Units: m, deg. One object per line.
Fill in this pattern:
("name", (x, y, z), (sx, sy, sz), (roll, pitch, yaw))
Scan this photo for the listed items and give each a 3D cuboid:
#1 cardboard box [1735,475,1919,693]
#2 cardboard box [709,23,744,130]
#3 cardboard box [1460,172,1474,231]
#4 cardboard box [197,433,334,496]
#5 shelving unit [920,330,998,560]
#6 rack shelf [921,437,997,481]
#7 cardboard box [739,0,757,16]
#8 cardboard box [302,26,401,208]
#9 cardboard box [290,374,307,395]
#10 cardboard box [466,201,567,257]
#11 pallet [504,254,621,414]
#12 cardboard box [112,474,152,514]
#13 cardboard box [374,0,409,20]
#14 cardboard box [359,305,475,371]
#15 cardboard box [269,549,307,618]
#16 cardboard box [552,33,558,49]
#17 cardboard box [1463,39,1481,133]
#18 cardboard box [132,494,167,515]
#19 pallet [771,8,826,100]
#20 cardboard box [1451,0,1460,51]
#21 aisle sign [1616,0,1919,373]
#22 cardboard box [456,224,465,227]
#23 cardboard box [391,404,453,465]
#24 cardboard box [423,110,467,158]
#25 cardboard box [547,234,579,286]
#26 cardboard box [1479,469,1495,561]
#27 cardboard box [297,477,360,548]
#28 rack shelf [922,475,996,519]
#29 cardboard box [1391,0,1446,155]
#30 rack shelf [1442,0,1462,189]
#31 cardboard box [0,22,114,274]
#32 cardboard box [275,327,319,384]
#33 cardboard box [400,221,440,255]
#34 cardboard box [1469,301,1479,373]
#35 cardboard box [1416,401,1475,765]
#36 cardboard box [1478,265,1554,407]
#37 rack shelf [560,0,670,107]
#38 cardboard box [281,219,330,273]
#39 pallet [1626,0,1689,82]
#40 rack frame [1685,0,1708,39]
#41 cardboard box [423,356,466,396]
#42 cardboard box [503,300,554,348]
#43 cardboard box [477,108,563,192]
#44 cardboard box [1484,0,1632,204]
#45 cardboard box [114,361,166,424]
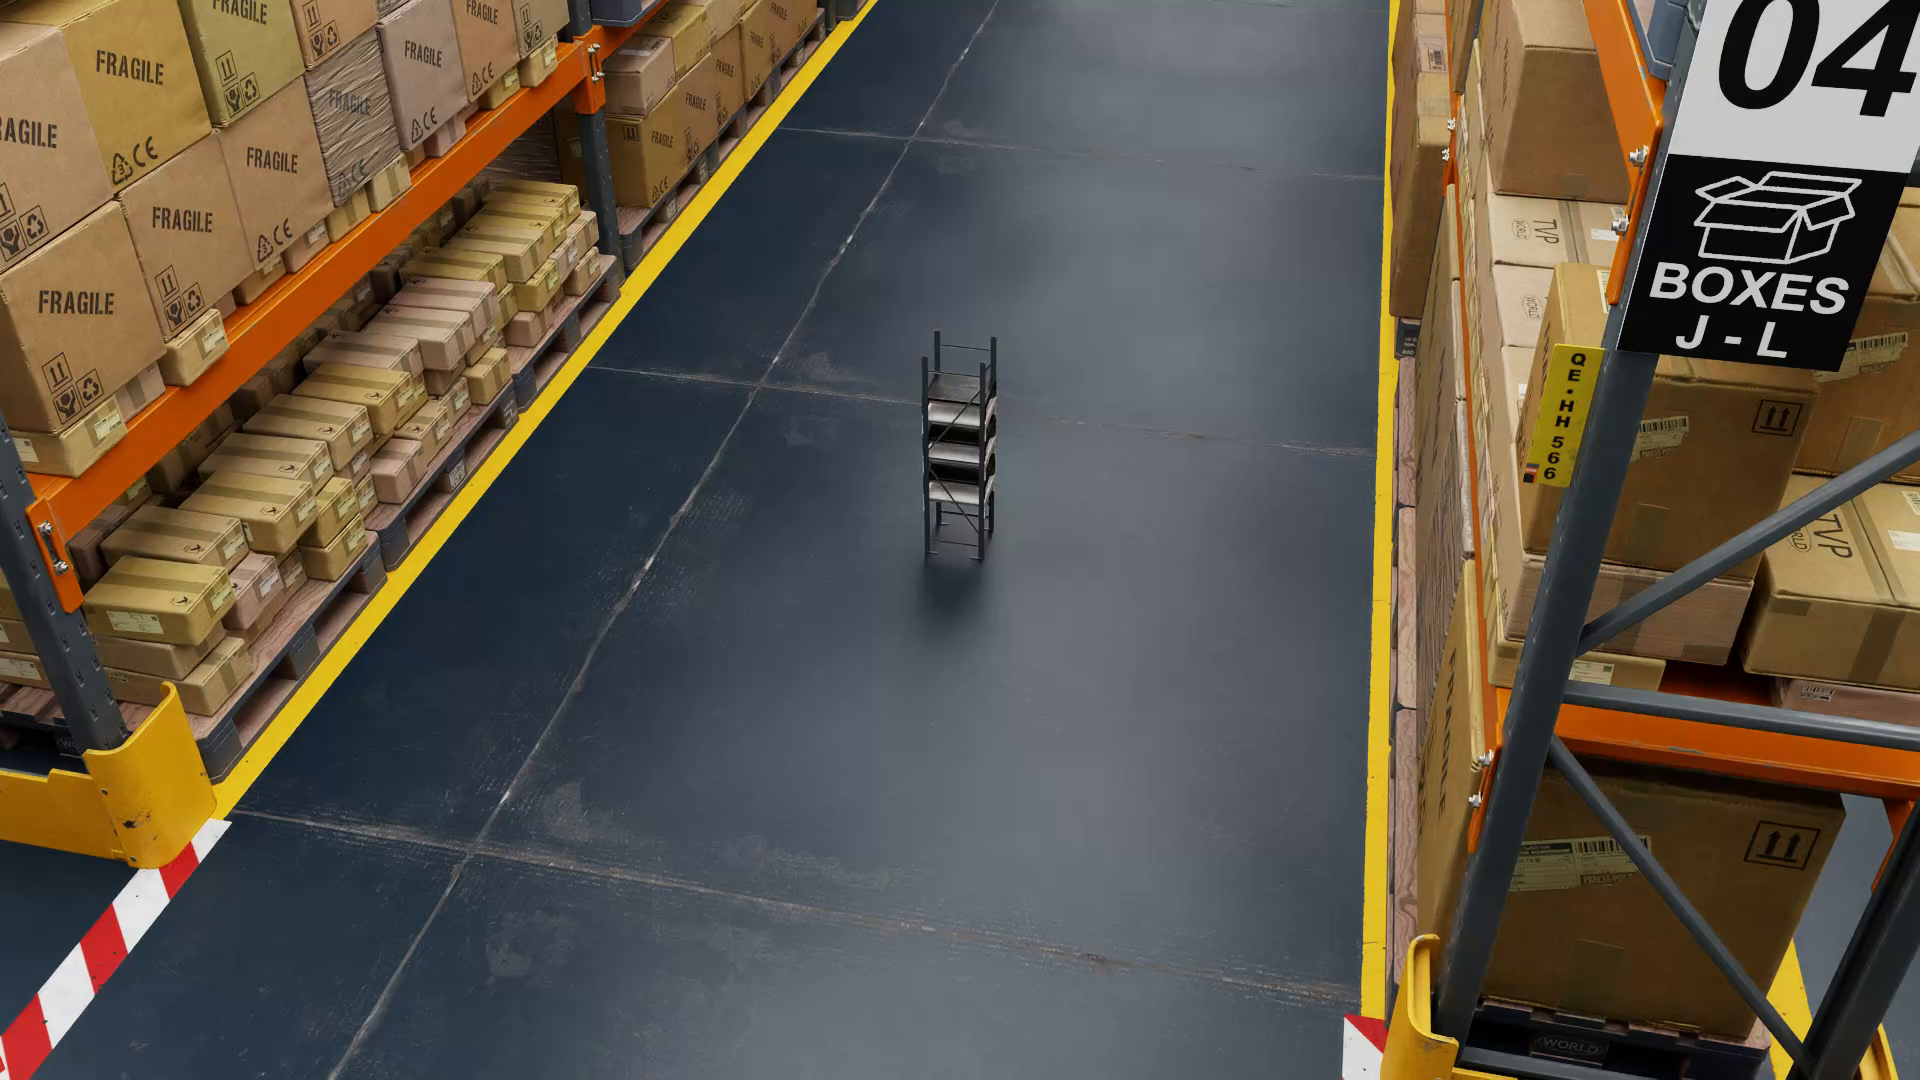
("cardboard box", (2.108, 0.094, 3.939), (0.500, 0.250, 0.500), (6, 36, 9))
("cardboard box", (-1.601, -2.732, 9.736), (0.500, 0.500, 0.500), (8, 37, 11))
("cardboard box", (2.042, -1.216, 6.086), (0.380, 0.149, 0.250), (6, 36, 9))
("cardboard box", (-2.546, -0.253, 6.108), (0.380, 0.149, 0.250), (6, 36, 8))
("shelving unit", (-0.002, -0.360, 6.479), (0.258, 0.900, 0.210), (7, 37, 10))
("rack shelf", (-0.002, -0.333, 6.499), (0.258, 0.077, 0.200), (7, 37, 10))
("cardboard box", (-1.484, -3.328, 9.918), (0.500, 0.250, 0.500), (8, 37, 11))
("cardboard box", (-2.407, -1.551, 5.995), (0.500, 0.500, 0.500), (6, 36, 9))
("cardboard box", (-2.936, -0.662, 6.925), (0.380, 0.149, 0.250), (8, 37, 10))
("cardboard box", (-2.065, -1.447, 7.754), (0.380, 0.149, 0.250), (8, 37, 11))
("pallet", (-2.337, -1.060, 8.032), (1.003, 0.211, 1.213), (7, 37, 10))
("cardboard box", (-3.176, -0.178, 6.004), (0.380, 0.149, 0.250), (7, 36, 9))
("cardboard box", (-2.292, -2.252, 6.110), (0.500, 0.500, 0.500), (8, 37, 11))
("cardboard box", (-2.256, -0.841, 6.919), (0.380, 0.149, 0.250), (6, 36, 8))
("cardboard box", (-2.635, 0.136, 6.078), (0.380, 0.149, 0.250), (8, 37, 10))
("cardboard box", (-2.060, -2.283, 7.558), (0.380, 0.149, 0.250), (7, 37, 9))
("cardboard box", (2.240, -1.722, 6.444), (0.500, 0.250, 0.500), (7, 36, 9))
("cardboard box", (-3.139, -0.058, 6.091), (0.380, 0.149, 0.250), (6, 36, 8))
("pallet", (-1.542, -3.294, 11.116), (1.003, 0.211, 1.213), (7, 37, 10))
("cardboard box", (2.542, -2.524, 7.591), (0.500, 0.500, 0.500), (8, 37, 11))
("aisle sign", (1.433, -0.654, 2.881), (0.394, 0.787, 0.004), (7, 37, 10))
("cardboard box", (-2.618, -1.547, 8.146), (0.380, 0.149, 0.250), (9, 37, 12))
("cardboard box", (-2.340, -0.449, 6.885), (0.380, 0.149, 0.250), (7, 37, 10))
("cardboard box", (-2.232, -1.672, 6.715), (0.380, 0.149, 0.250), (6, 36, 8))
("cardboard box", (-2.030, -1.337, 7.857), (0.380, 0.149, 0.250), (6, 36, 8))
("cardboard box", (1.605, -0.043, 4.467), (0.380, 0.149, 0.250), (7, 37, 10))
("cardboard box", (-2.479, -0.124, 6.183), (0.380, 0.149, 0.250), (8, 37, 11))
("rack shelf", (-0.002, -0.187, 6.605), (0.258, 0.077, 0.200), (7, 37, 10))
("cardboard box", (3.085, -2.598, 9.232), (1.225, 0.875, 0.875), (7, 37, 10))
("rack shelf", (3.023, -2.754, 8.607), (1.077, 0.370, 4.000), (7, 37, 10))
("cardboard box", (-2.727, -1.075, 4.486), (0.500, 0.500, 0.500), (7, 37, 10))
("cardboard box", (-2.862, -0.770, 6.821), (0.380, 0.149, 0.250), (7, 37, 10))
("cardboard box", (-2.626, -1.362, 7.637), (0.380, 0.149, 0.250), (7, 36, 9))
("cardboard box", (1.823, -0.625, 5.271), (0.380, 0.149, 0.250), (8, 37, 11))
("cardboard box", (1.995, 0.186, 5.390), (0.875, 0.875, 0.875), (7, 37, 10))
("cardboard box", (1.803, -0.559, 4.839), (0.500, 0.250, 0.500), (6, 36, 8))
("rack shelf", (-1.800, -3.433, 9.544), (1.077, 0.370, 4.000), (7, 37, 10))
("cardboard box", (-2.485, -1.083, 5.902), (0.380, 0.149, 0.250), (7, 36, 9))
("pallet", (1.890, -1.211, 3.384), (1.003, 0.211, 1.213), (7, 37, 10))
("rack frame", (1.742, -2.034, 1.889), (1.000, 3.000, 0.127), (7, 37, 10))
("cardboard box", (-2.332, -0.750, 7.047), (0.380, 0.149, 0.250), (6, 36, 8))
("cardboard box", (-2.109, -1.028, 7.684), (0.380, 0.149, 0.250), (6, 36, 8))
("cardboard box", (-2.316, -2.192, 8.990), (0.500, 0.500, 0.500), (7, 36, 9))
("cardboard box", (2.025, -1.439, 5.415), (0.500, 0.500, 0.500), (6, 36, 8))
("cardboard box", (-2.679, -0.479, 5.069), (0.380, 0.149, 0.250), (9, 37, 12))
